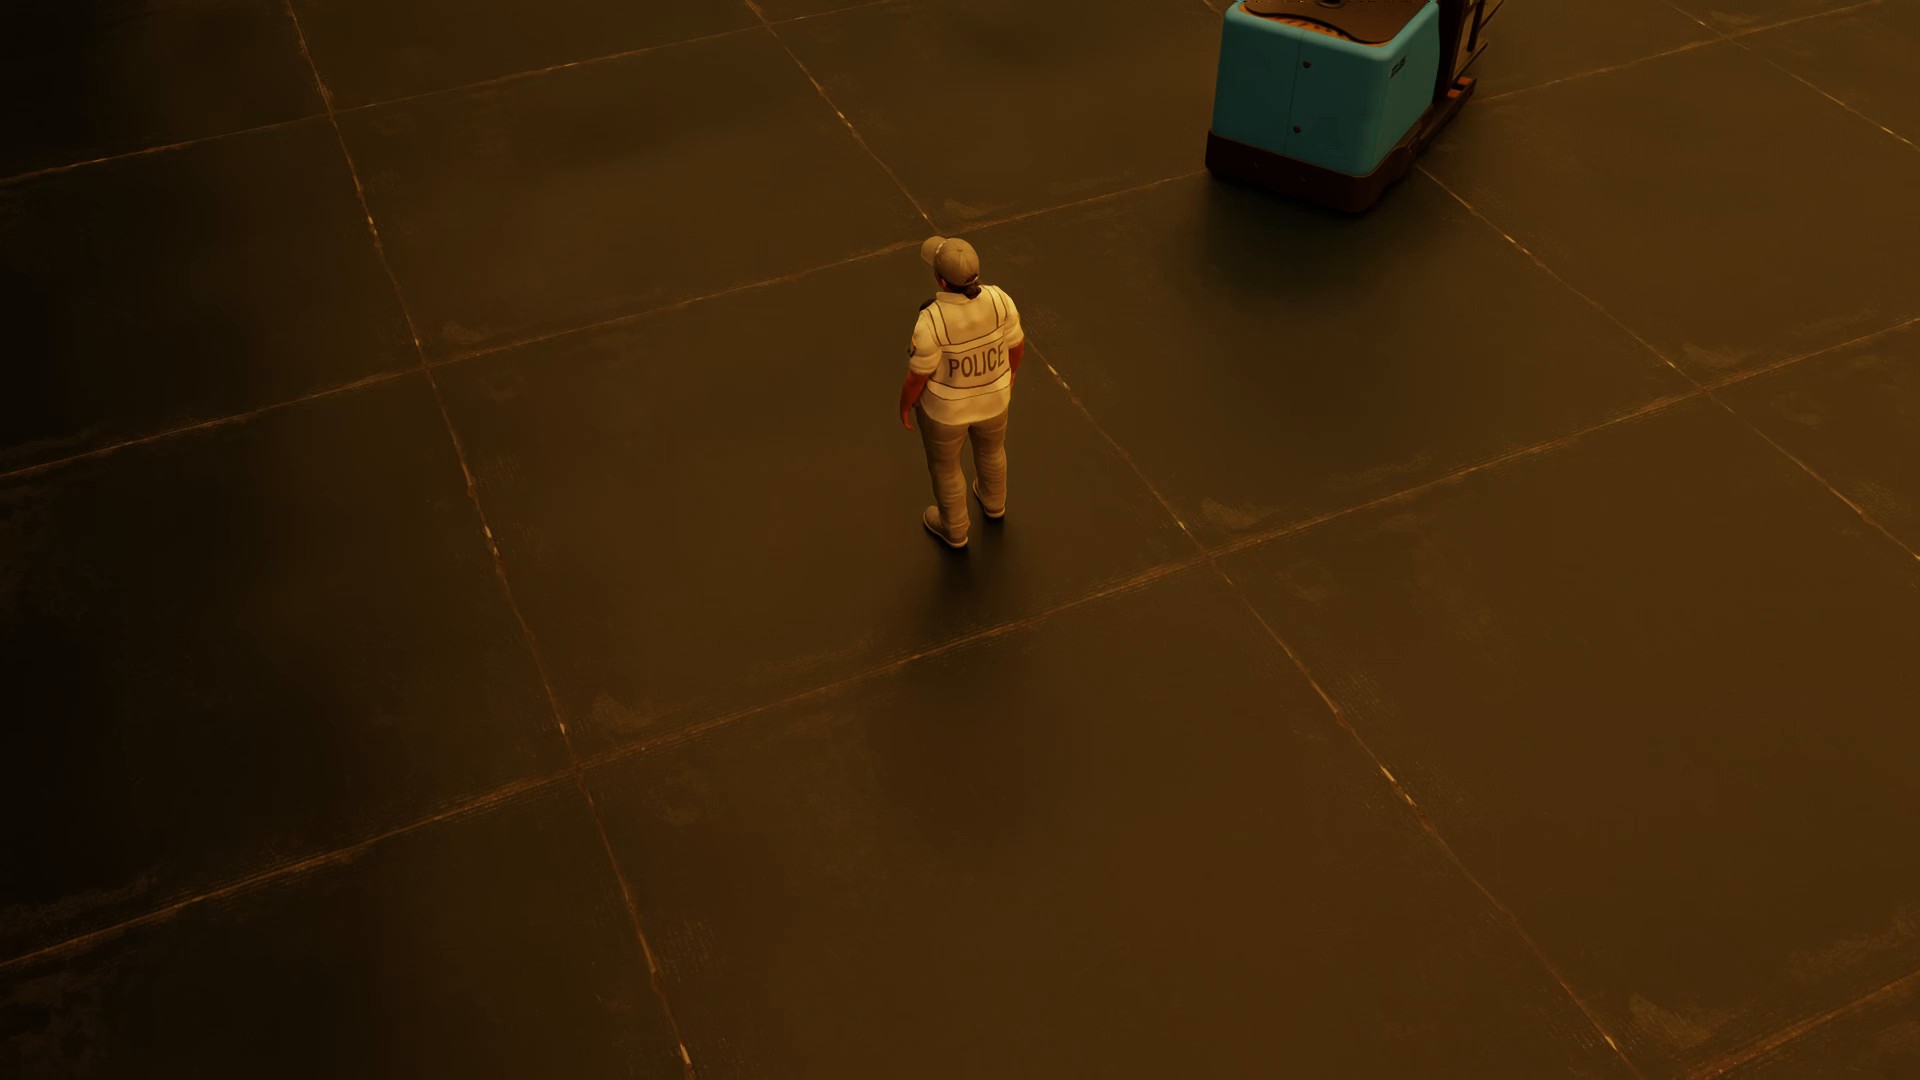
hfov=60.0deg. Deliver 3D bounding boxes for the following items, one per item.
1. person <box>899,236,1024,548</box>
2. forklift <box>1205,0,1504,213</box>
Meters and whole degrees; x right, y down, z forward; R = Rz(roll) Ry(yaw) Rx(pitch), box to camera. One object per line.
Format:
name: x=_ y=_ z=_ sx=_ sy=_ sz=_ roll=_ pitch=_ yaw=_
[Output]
person: x=-0.011 y=-0.668 z=7.313 sx=0.598 sy=1.670 sz=0.529 roll=-18 pitch=46 yaw=-18
forklift: x=2.717 y=-3.980 z=9.944 sx=1.130 sy=2.935 sz=3.031 roll=24 pitch=48 yaw=23
